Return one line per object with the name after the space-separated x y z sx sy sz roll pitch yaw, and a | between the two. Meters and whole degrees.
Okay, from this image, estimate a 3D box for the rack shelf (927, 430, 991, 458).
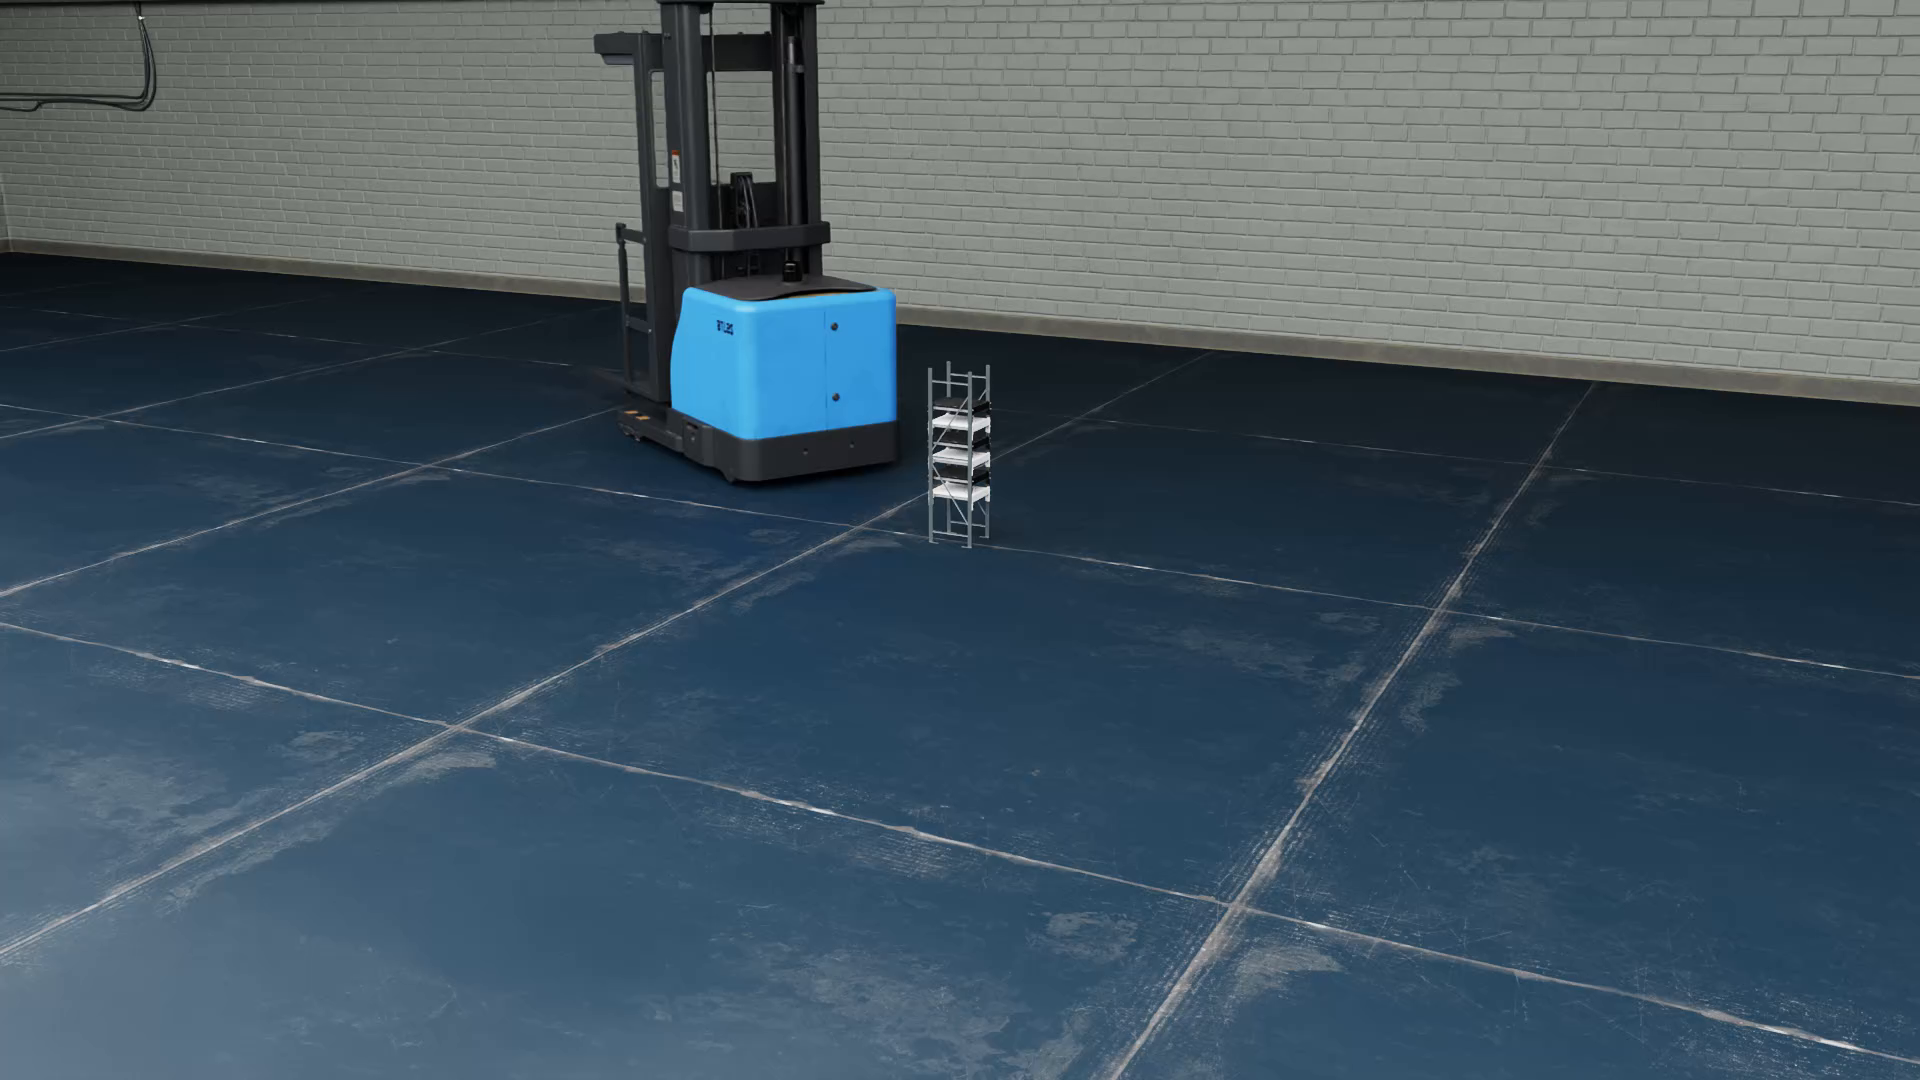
-0.004 -0.484 8.373 0.258 0.077 0.200 8 18 25 | rack shelf

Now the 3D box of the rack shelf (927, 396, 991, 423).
-0.004 -0.656 8.322 0.258 0.077 0.200 8 18 25 | rack shelf

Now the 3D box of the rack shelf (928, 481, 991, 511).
-0.004 -0.225 8.450 0.258 0.077 0.200 8 18 25 | rack shelf

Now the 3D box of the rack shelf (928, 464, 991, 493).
-0.004 -0.311 8.424 0.258 0.077 0.200 8 18 25 | rack shelf

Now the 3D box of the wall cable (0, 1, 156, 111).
-10.401 -6.188 19.007 3.097 2.526 0.112 8 18 25 | wall cable

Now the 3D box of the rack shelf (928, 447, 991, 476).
-0.004 -0.397 8.399 0.258 0.077 0.200 8 18 25 | rack shelf

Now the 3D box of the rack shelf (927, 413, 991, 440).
-0.004 -0.570 8.348 0.258 0.077 0.200 8 18 25 | rack shelf

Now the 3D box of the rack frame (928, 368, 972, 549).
-0.049 -0.403 8.302 0.240 0.900 0.006 8 18 25 | rack frame

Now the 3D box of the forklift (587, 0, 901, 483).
-1.568 -2.099 10.442 1.130 2.935 3.031 -10 19 -31 | forklift

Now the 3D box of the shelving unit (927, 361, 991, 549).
-0.004 -0.429 8.389 0.258 0.900 0.210 8 18 25 | shelving unit

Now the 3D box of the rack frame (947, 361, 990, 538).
0.042 -0.455 8.476 0.240 0.900 0.006 8 18 25 | rack frame
